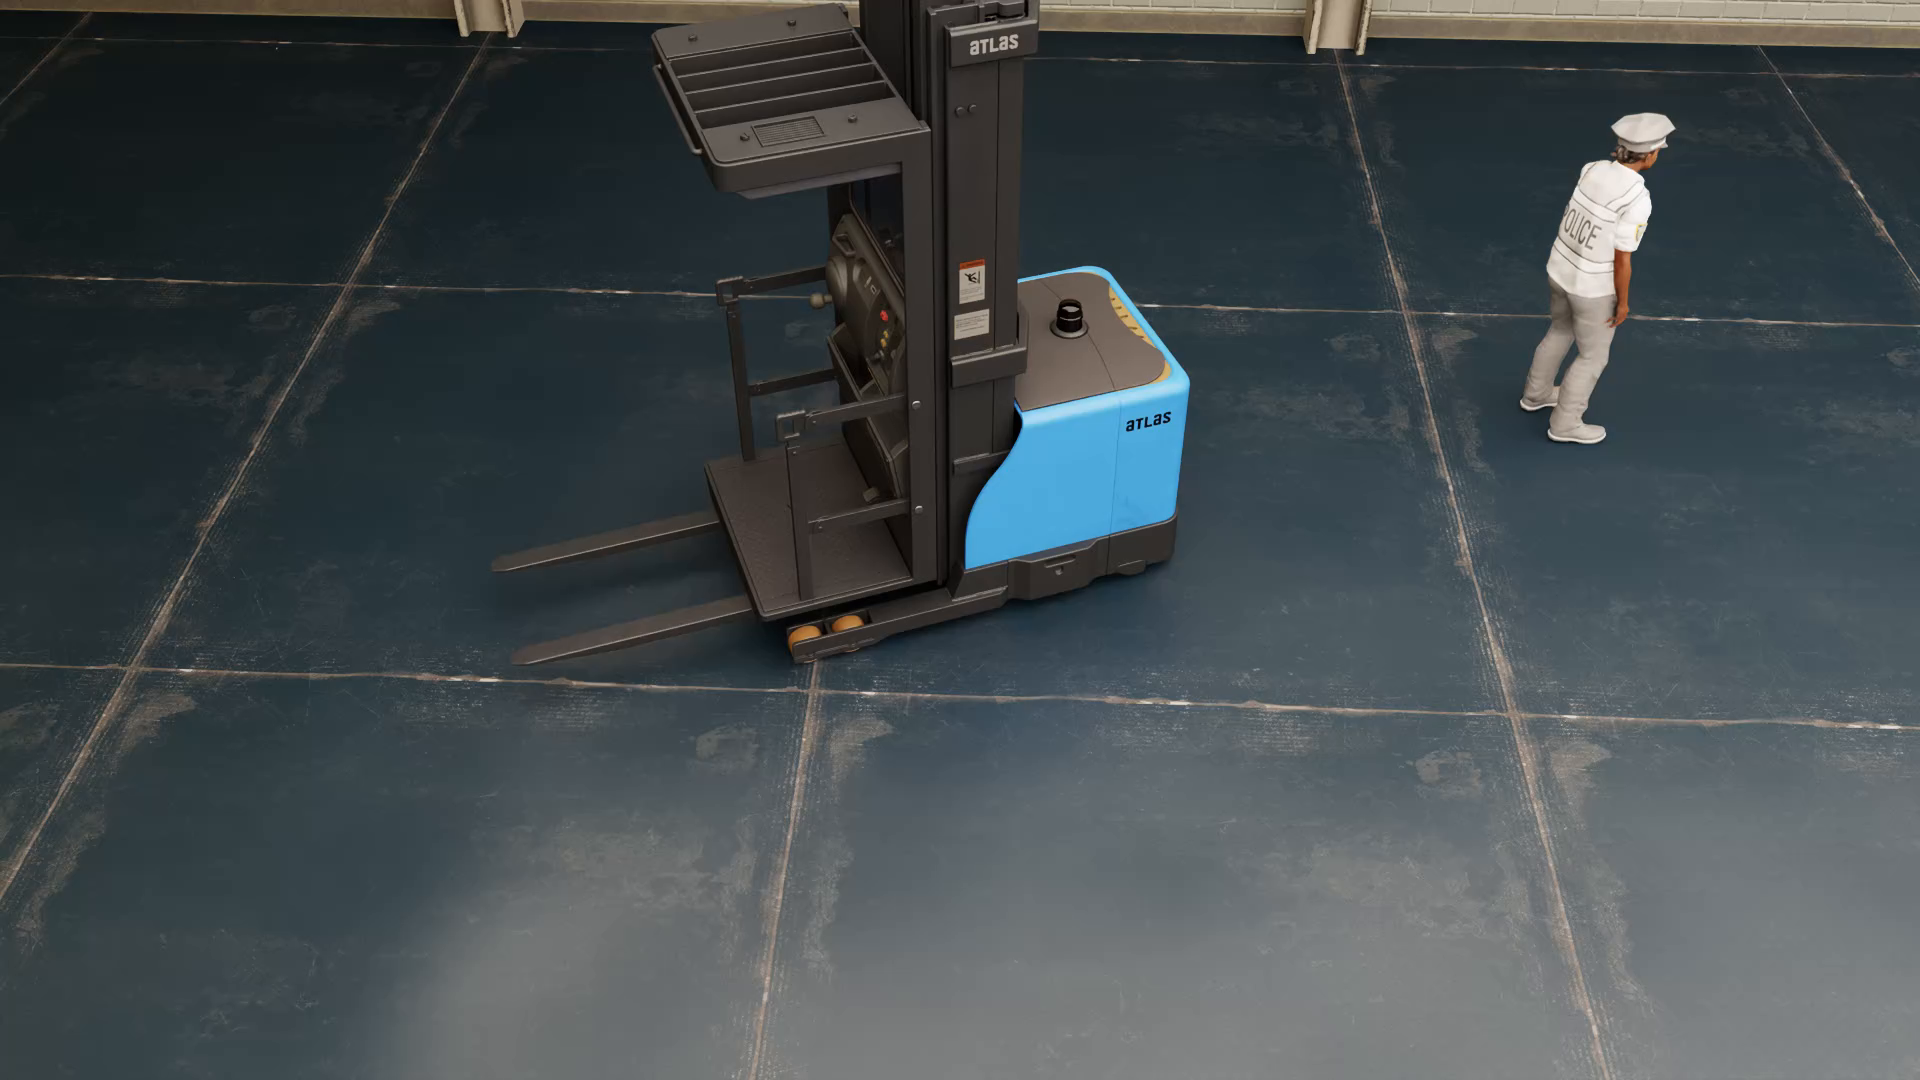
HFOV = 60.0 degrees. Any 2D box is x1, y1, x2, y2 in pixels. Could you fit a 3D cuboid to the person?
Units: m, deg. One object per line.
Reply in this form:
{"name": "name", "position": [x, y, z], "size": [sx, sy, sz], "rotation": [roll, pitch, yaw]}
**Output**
{"name": "person", "position": [3.066, -1.249, 8.055], "size": [0.398, 1.659, 0.530], "rotation": [-13, 44, -14]}

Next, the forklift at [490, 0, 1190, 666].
{"name": "forklift", "position": [-0.573, -0.945, 6.778], "size": [3.031, 2.935, 1.130], "rotation": [-13, 44, -14]}
